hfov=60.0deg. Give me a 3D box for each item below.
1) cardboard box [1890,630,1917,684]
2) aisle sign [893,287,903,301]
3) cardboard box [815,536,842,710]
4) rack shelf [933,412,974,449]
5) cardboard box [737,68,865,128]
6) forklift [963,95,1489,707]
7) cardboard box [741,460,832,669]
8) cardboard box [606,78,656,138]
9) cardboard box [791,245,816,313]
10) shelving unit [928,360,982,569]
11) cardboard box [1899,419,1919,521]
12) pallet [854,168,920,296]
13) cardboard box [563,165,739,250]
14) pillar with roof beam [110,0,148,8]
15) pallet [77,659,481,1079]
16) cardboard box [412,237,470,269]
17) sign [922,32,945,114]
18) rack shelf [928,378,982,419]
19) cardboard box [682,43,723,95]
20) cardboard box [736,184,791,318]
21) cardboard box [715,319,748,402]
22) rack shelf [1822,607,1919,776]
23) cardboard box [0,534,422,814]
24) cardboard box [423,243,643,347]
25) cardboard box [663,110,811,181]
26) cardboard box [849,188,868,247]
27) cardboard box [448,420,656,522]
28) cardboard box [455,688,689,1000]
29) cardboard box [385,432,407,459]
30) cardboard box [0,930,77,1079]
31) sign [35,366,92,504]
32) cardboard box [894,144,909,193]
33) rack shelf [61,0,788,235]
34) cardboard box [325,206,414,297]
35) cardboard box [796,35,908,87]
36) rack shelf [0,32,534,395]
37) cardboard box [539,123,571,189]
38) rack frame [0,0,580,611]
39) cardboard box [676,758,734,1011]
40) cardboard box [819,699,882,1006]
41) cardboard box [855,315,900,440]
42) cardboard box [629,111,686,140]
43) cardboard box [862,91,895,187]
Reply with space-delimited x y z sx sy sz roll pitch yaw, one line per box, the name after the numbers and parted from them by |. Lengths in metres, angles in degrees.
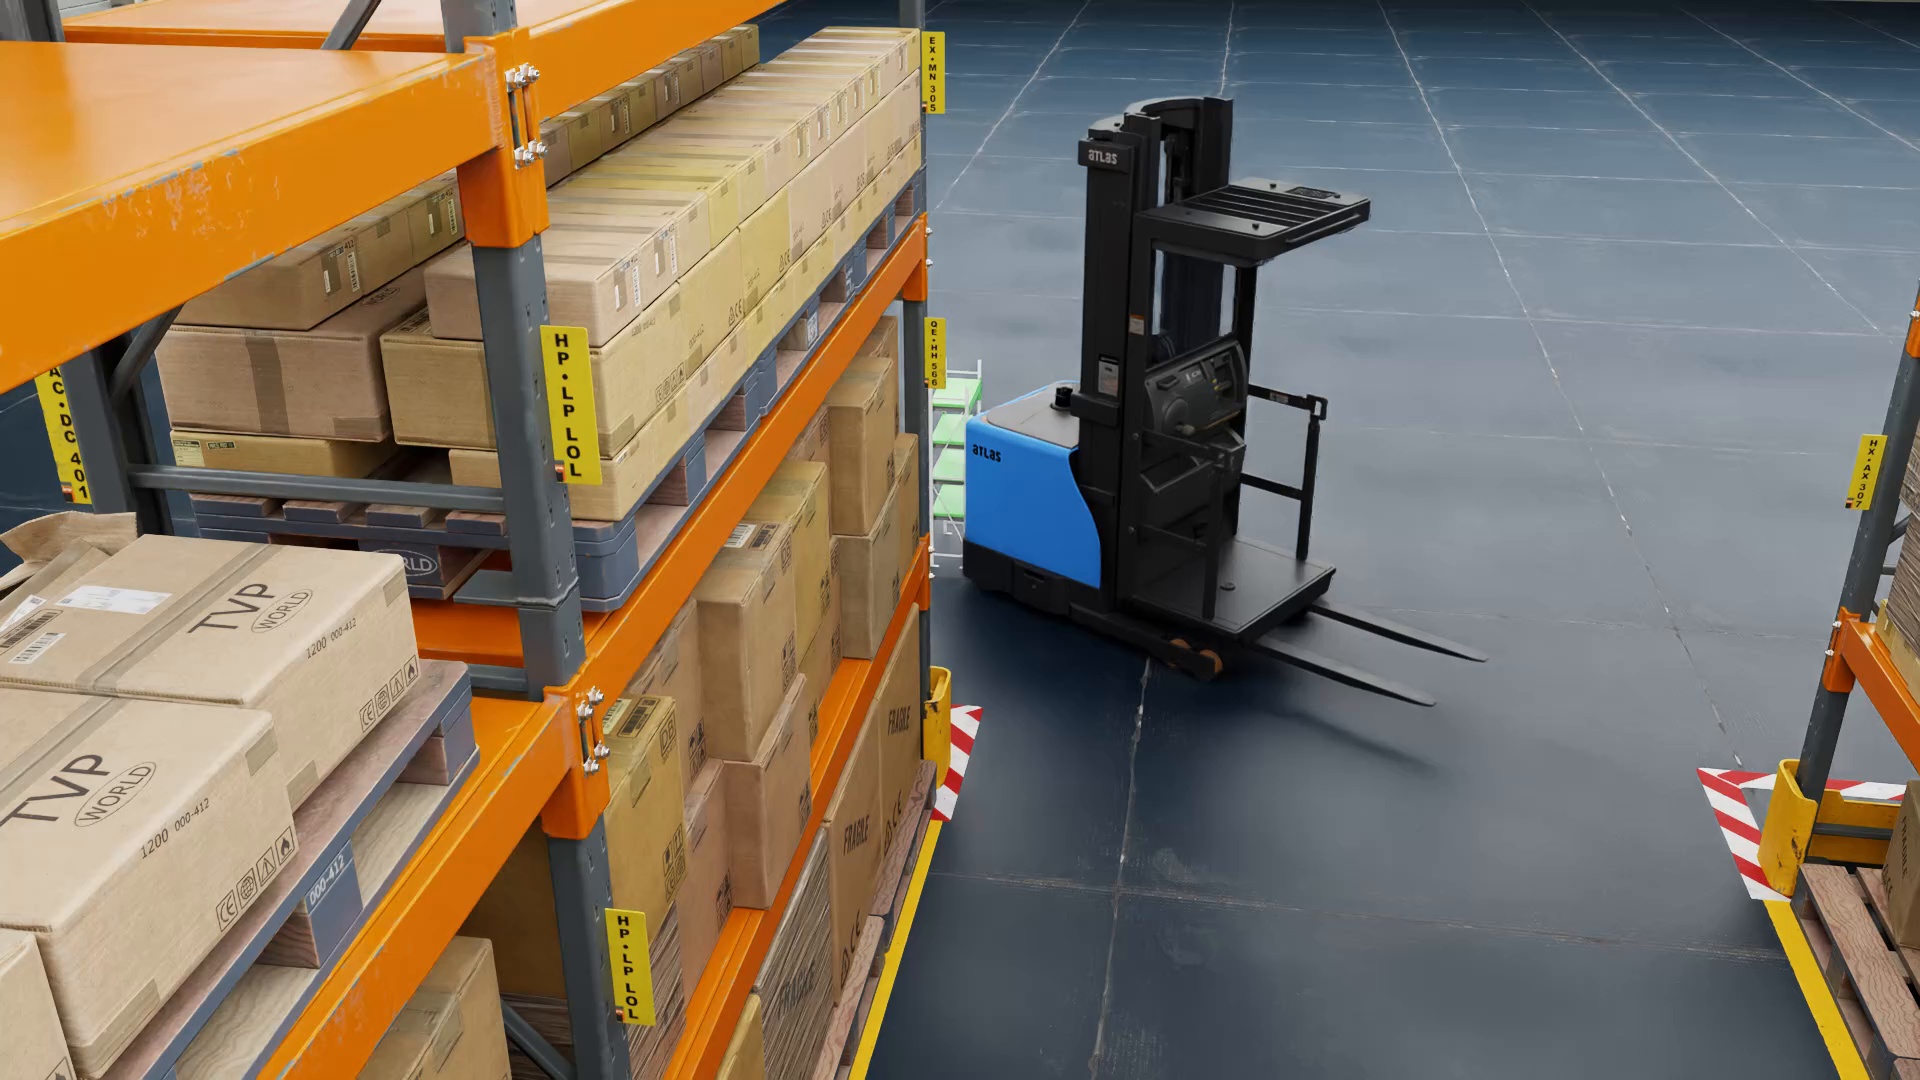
3.890 0.474 6.495 0.380 0.149 0.250 4 25 9 | cardboard box
-0.338 -1.418 7.174 0.394 0.787 0.004 4 25 9 | aisle sign
-0.945 0.316 6.360 0.875 0.550 0.550 4 25 9 | cardboard box
-0.027 -0.634 10.273 0.258 0.148 0.480 4 25 9 | rack shelf
-0.533 -1.484 5.587 0.380 0.149 0.250 4 25 9 | cardboard box
1.463 -0.810 9.022 3.031 2.935 1.130 20 32 36 | forklift
-0.927 0.056 5.642 0.875 0.550 0.500 4 25 9 | cardboard box
-1.223 -1.424 5.458 0.380 0.149 0.250 4 25 8 | cardboard box
-0.656 -0.804 5.074 0.380 0.149 0.250 4 25 9 | cardboard box
-0.027 -0.474 10.348 0.258 1.200 0.503 4 25 9 | shelving unit
3.873 -0.267 6.135 0.500 0.500 0.500 4 25 9 | cardboard box
-0.756 -1.239 6.425 1.003 0.211 1.213 4 25 9 | pallet
-0.781 -0.847 4.226 0.380 0.149 0.250 4 25 8 | cardboard box
-5.238 -8.083 17.405 9.100 9.000 0.400 4 25 9 | pillar with roof beam
-1.400 0.556 2.710 0.805 0.209 1.217 3 25 6 | pallet
-1.389 -0.655 4.285 0.500 0.250 0.500 4 25 8 | cardboard box
-0.112 -1.912 6.807 0.100 0.325 0.005 4 25 9 | sign
-0.027 -0.851 10.171 0.258 0.148 0.480 4 25 9 | rack shelf
-1.097 -1.744 6.141 0.380 0.149 0.250 4 25 8 | cardboard box
-0.780 -0.827 4.652 0.500 0.250 0.500 4 25 8 | cardboard box
-0.780 -0.485 4.393 0.380 0.149 0.250 4 25 8 | cardboard box
3.905 1.317 5.247 1.077 0.370 4.000 4 25 9 | rack shelf
-1.257 0.222 2.763 0.500 0.250 0.500 4 25 9 | cardboard box
-0.904 -0.529 3.545 0.380 0.149 0.250 4 25 9 | cardboard box
-0.656 -1.165 4.905 0.380 0.149 0.250 4 25 8 | cardboard box
-0.532 -1.123 5.757 0.380 0.149 0.250 4 25 8 | cardboard box
-0.904 -0.167 3.714 0.380 0.149 0.250 4 25 8 | cardboard box
-1.205 0.732 4.196 0.875 0.550 0.550 4 25 9 | cardboard box
-1.514 -0.319 4.037 0.380 0.149 0.250 4 25 9 | cardboard box
-1.369 0.636 1.806 0.500 0.311 0.500 3 25 7 | cardboard box
-1.847 -0.225 3.451 0.100 0.325 0.005 4 25 9 | sign
-0.407 -1.444 6.441 0.380 0.149 0.250 4 25 9 | cardboard box
-0.972 -1.605 4.885 1.077 0.370 4.000 4 25 9 | rack shelf
-1.512 -0.681 3.870 0.380 0.149 0.250 4 25 8 | cardboard box
-0.408 -1.804 6.270 0.380 0.149 0.250 4 25 9 | cardboard box
-1.626 0.068 1.311 1.077 0.370 4.000 4 25 9 | rack shelf
-1.347 -1.103 4.772 0.380 0.149 0.250 4 25 8 | cardboard box
-1.299 -1.276 2.861 1.000 3.000 0.127 4 25 9 | rack frame
-1.183 0.987 4.927 0.875 0.550 0.550 4 25 9 | cardboard box
-0.833 1.197 6.666 0.875 0.875 0.875 4 25 8 | cardboard box
-0.744 -0.636 7.120 0.875 0.550 0.550 4 25 9 | cardboard box
-1.141 -1.285 5.631 0.500 0.250 0.500 4 25 8 | cardboard box
-0.532 -1.459 6.003 0.500 0.250 0.500 4 25 9 | cardboard box
